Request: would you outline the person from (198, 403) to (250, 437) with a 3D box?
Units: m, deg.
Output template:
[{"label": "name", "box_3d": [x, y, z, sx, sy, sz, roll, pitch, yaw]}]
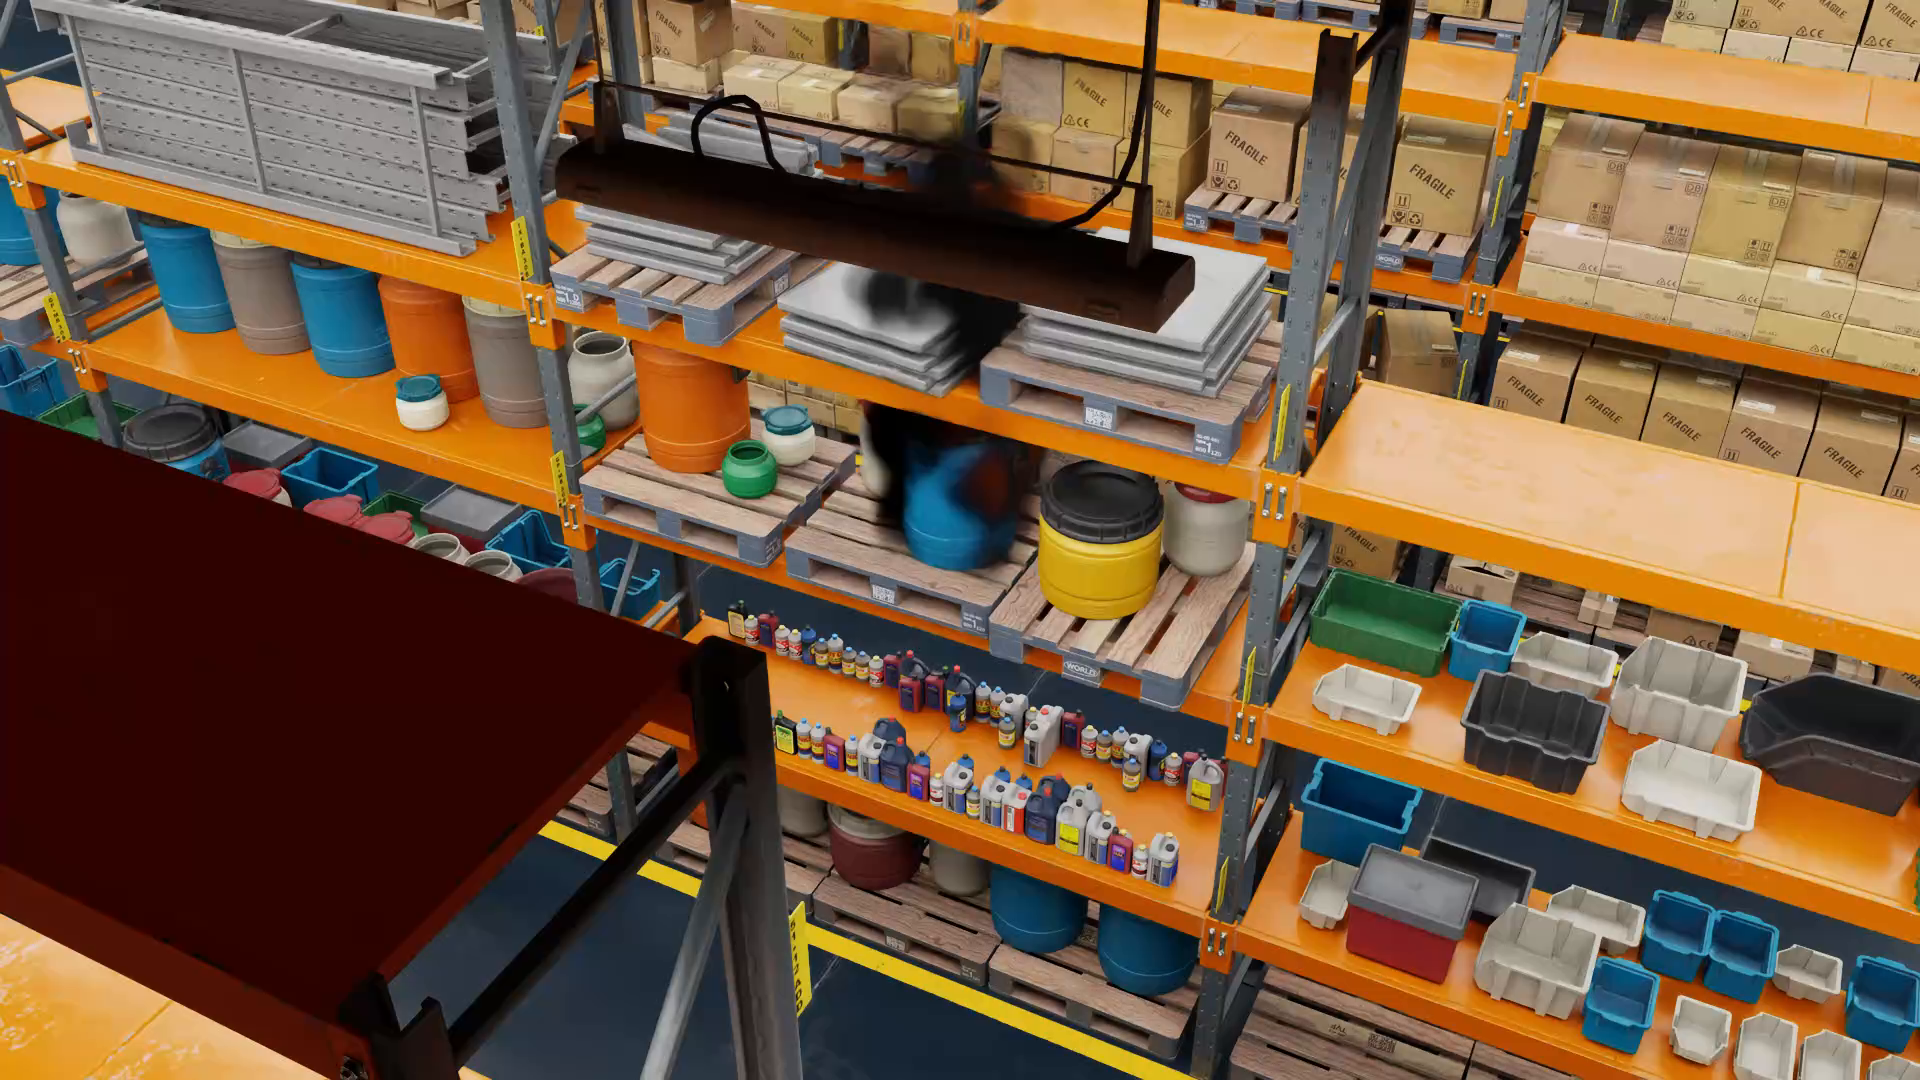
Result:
[{"label": "person", "box_3d": [-6.125, -1.049, 14.001, 0.668, 1.614, 0.584, 15, 38, 21]}]
